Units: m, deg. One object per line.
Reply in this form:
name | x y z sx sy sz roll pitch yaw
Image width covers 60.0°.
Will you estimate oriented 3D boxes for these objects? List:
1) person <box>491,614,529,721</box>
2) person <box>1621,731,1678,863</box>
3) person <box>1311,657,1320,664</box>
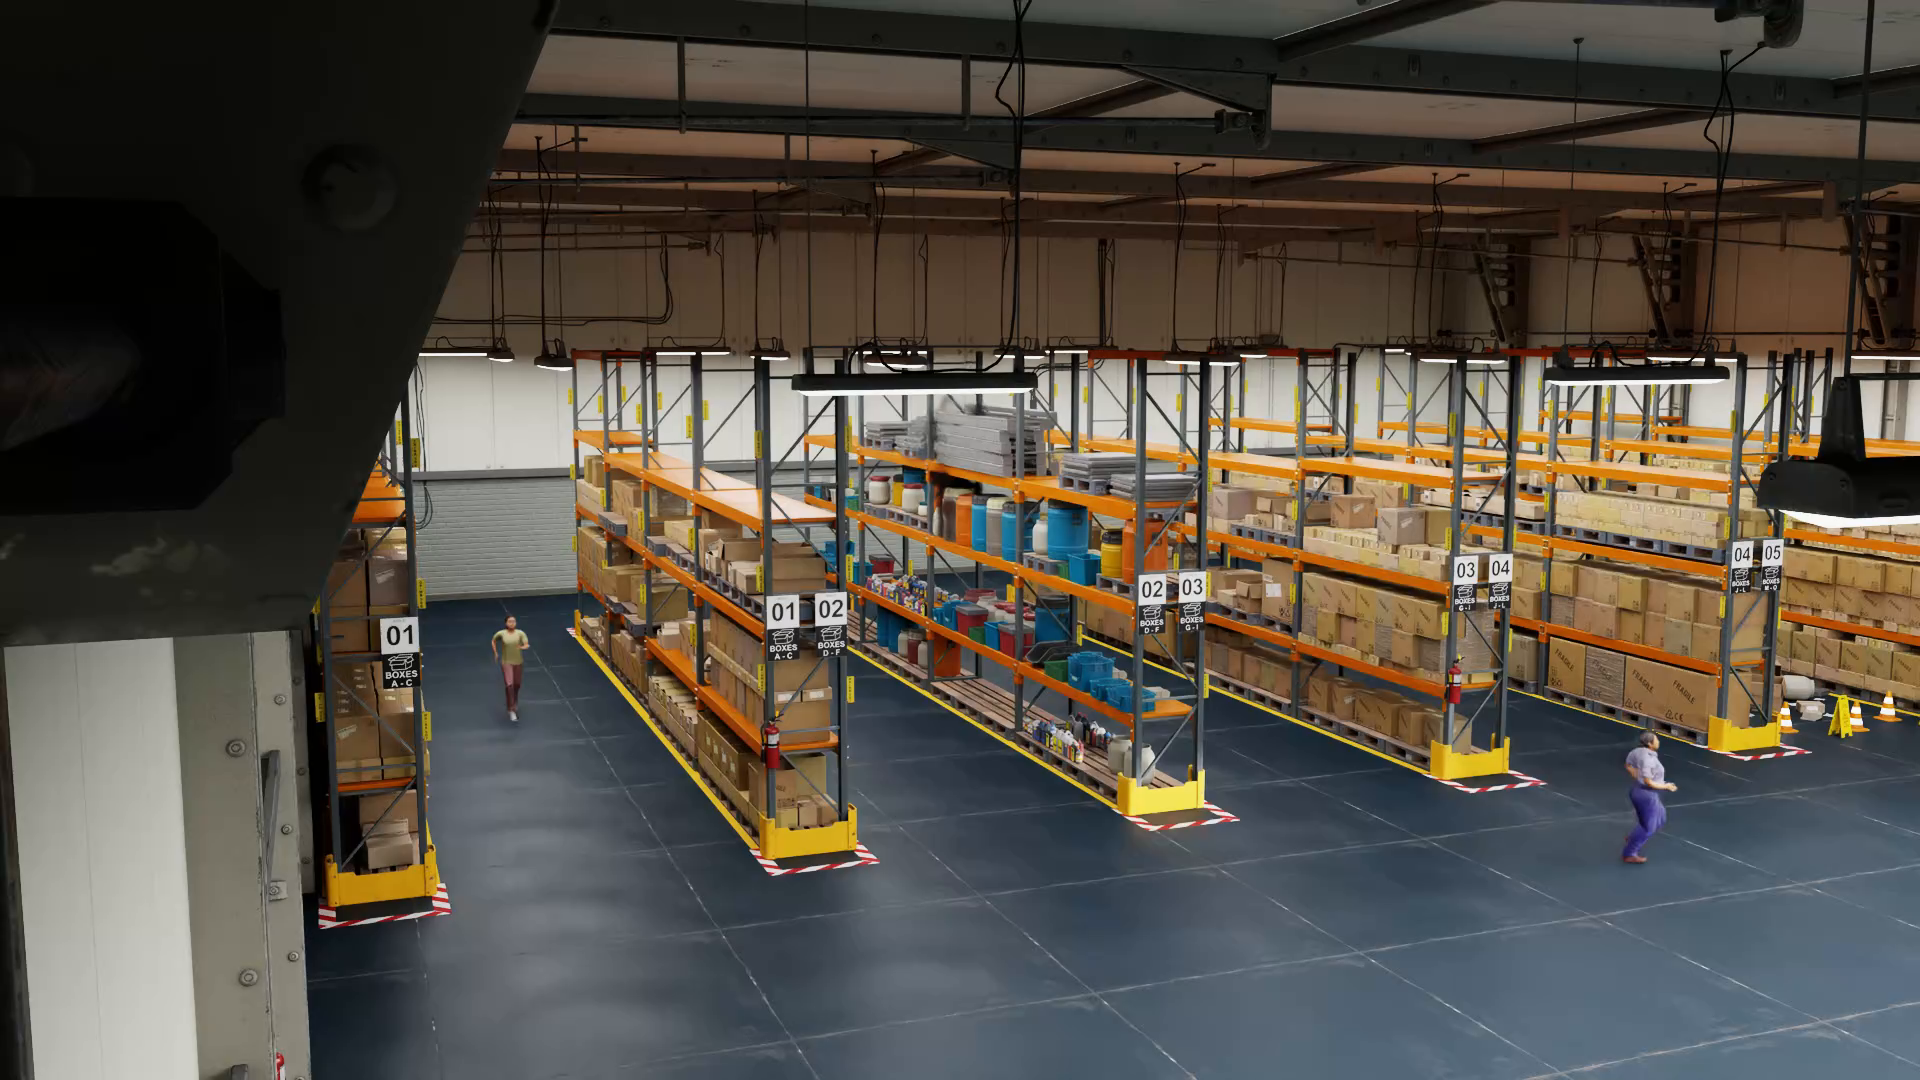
person | -7.408 2.075 27.506 0.554 1.710 0.812 -4 8 -29
person | 8.233 3.064 19.868 0.575 1.604 0.579 1 7 9
person | 6.695 1.679 30.649 0.661 1.706 0.677 -3 8 -26
